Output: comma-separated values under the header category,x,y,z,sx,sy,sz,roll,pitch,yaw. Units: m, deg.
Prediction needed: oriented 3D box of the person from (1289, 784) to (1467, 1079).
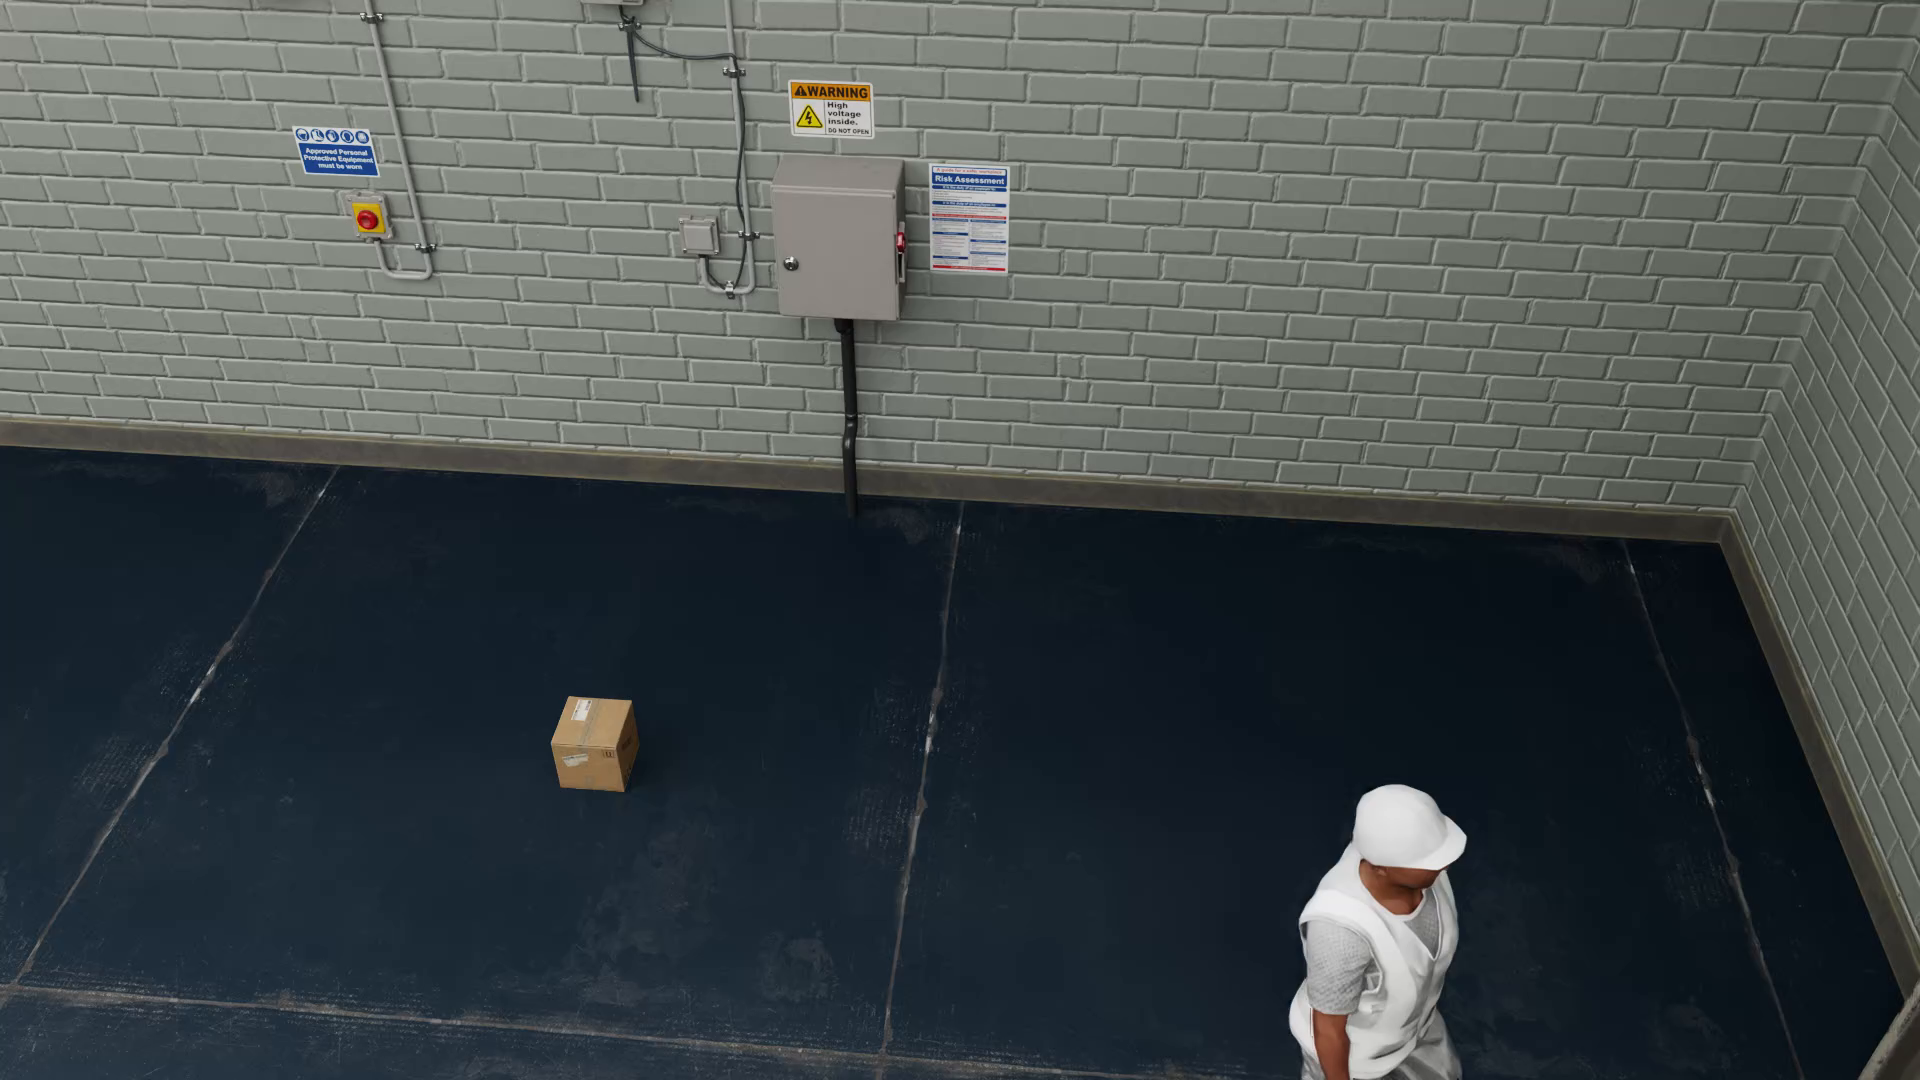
category,x,y,z,sx,sy,sz,roll,pitch,yaw
person,1.136,1.335,4.507,0.464,1.803,0.560,29,48,30
